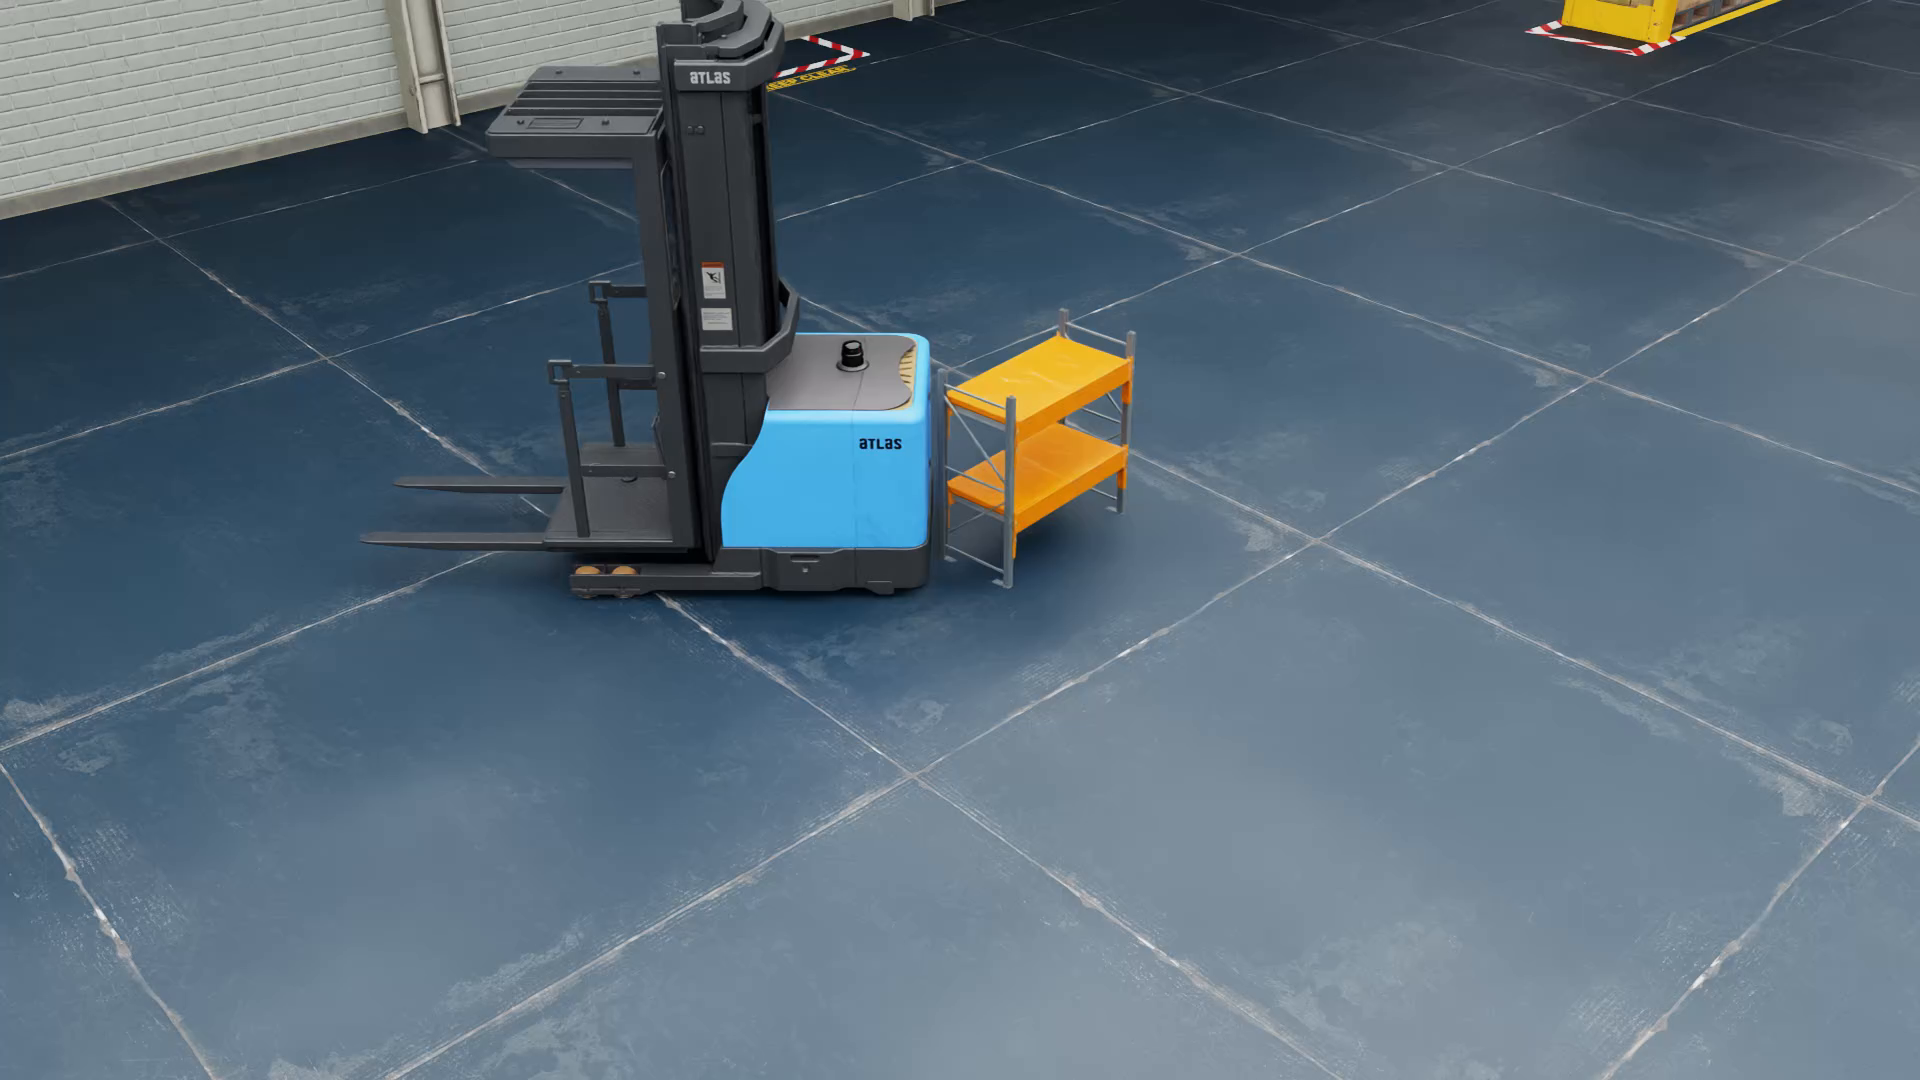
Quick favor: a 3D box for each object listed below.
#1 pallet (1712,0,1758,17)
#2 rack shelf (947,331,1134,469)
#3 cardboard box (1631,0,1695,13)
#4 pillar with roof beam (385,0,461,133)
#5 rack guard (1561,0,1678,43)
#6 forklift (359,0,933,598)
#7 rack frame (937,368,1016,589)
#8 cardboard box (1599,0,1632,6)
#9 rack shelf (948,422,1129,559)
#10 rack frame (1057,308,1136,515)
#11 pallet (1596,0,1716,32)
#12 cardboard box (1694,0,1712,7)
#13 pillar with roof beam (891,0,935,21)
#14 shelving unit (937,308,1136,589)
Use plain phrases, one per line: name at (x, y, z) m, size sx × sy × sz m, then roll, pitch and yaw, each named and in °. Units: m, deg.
pallet at (8.734, -6.487, 19.655) m, size 1.213 × 0.211 × 1.003 m, roll -26°, pitch 40°, yaw -35°
rack shelf at (0.414, -0.761, 8.855) m, size 0.538 × 0.278 × 1.000 m, roll 24°, pitch 39°, yaw 34°
cardboard box at (7.852, -6.070, 18.534) m, size 0.500 × 0.250 × 0.500 m, roll -26°, pitch 40°, yaw -35°
pillar with roof beam at (-2.010, -6.087, 10.579) m, size 0.400 × 9.000 × 9.100 m, roll -26°, pitch 40°, yaw -35°
rack guard at (7.290, -5.883, 18.392) m, size 0.348 × 0.500 × 1.175 m, roll -26°, pitch 40°, yaw -35°
forklift at (-1.672, -1.220, 8.435) m, size 3.031 × 2.935 × 1.130 m, roll 0°, pitch 31°, yaw 1°
rack frame at (0.082, -0.311, 8.680) m, size 0.500 × 1.125 × 0.032 m, roll 24°, pitch 39°, yaw 34°
cardboard box at (7.500, -6.268, 18.858) m, size 0.500 × 0.250 × 0.500 m, roll -26°, pitch 40°, yaw -35°
rack shelf at (0.414, -0.302, 9.135) m, size 0.538 × 0.278 × 1.000 m, roll 24°, pitch 39°, yaw 34°
rack frame at (0.747, -0.712, 9.335) m, size 0.500 × 1.125 × 0.032 m, roll 24°, pitch 39°, yaw 34°
pallet at (7.840, -6.056, 18.951) m, size 1.213 × 0.211 × 1.003 m, roll -26°, pitch 40°, yaw -35°
cardboard box at (8.216, -6.248, 18.826) m, size 0.500 × 0.250 × 0.500 m, roll -26°, pitch 40°, yaw -35°
pillar with roof beam at (2.389, -8.216, 14.059) m, size 0.400 × 9.000 × 9.100 m, roll -26°, pitch 40°, yaw -35°
shelving unit at (0.414, -0.511, 9.008) m, size 0.538 × 1.125 × 1.048 m, roll 24°, pitch 39°, yaw 34°
